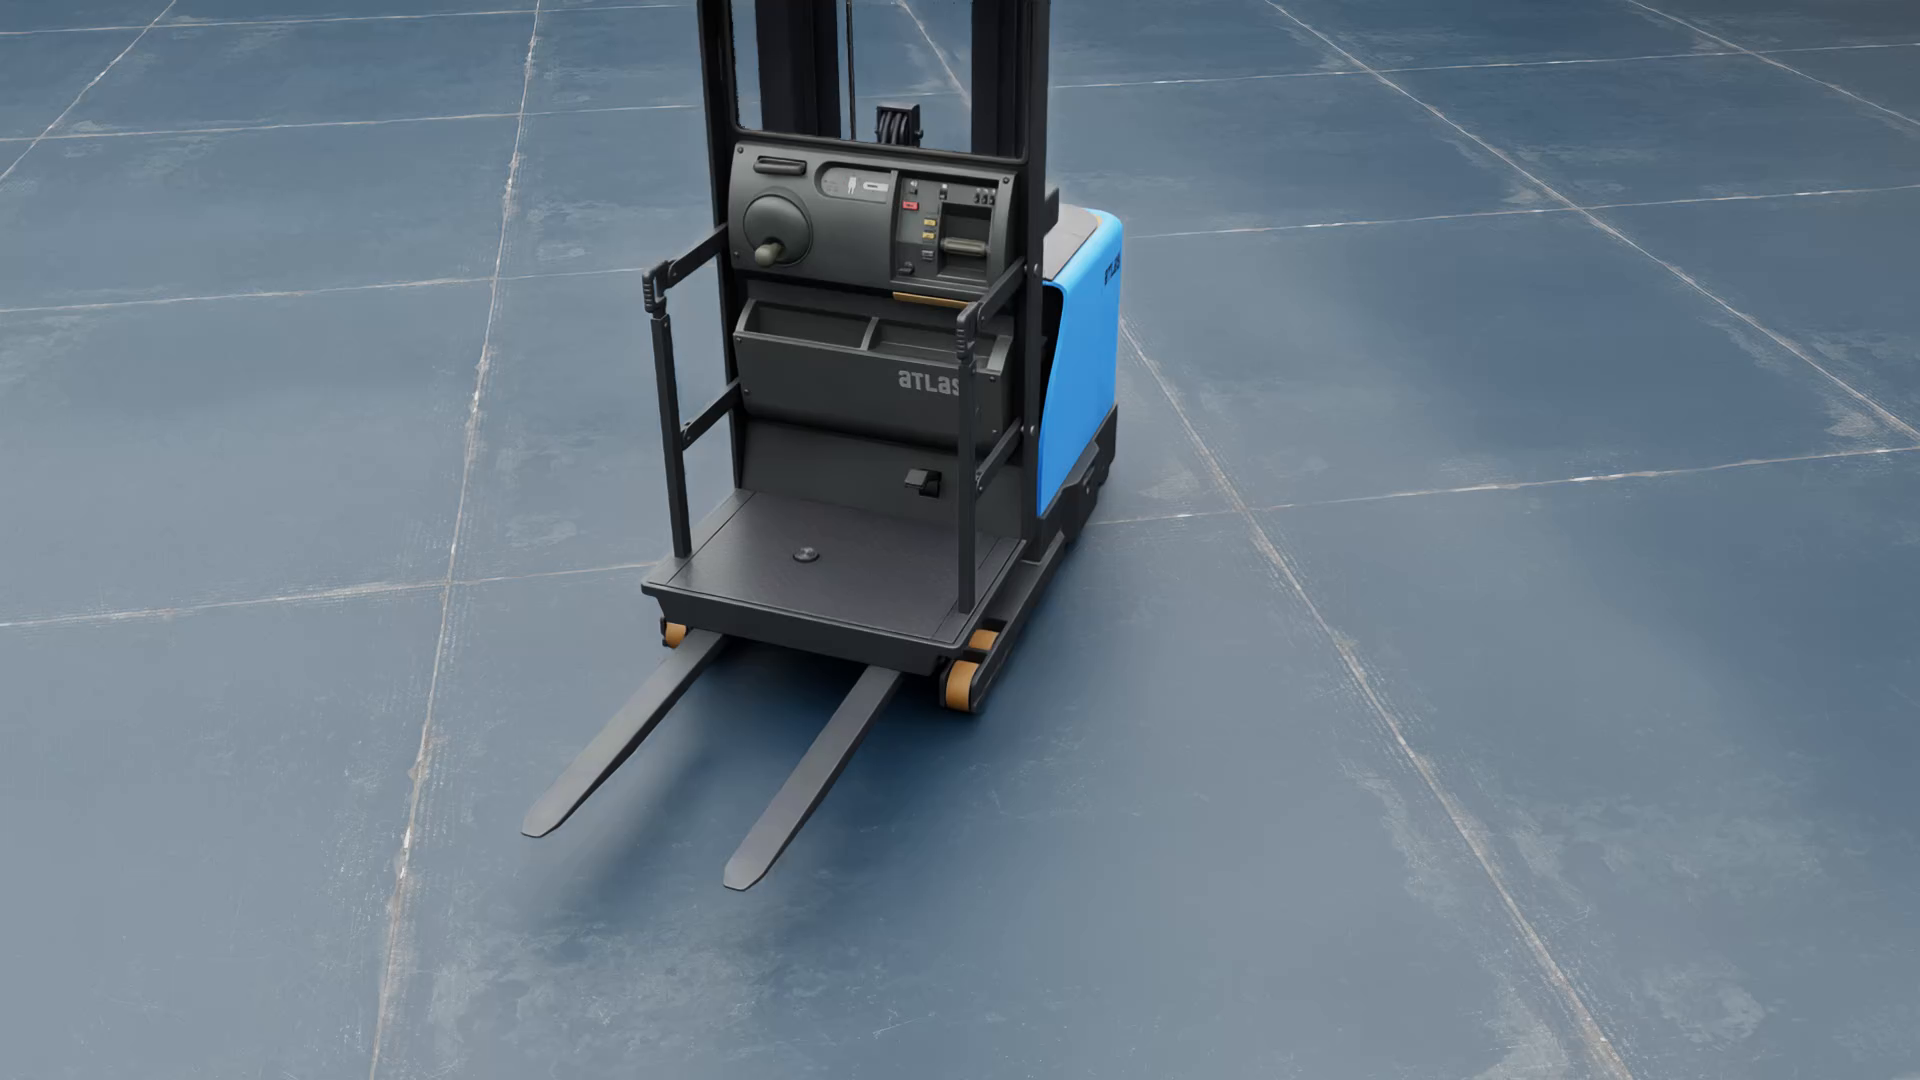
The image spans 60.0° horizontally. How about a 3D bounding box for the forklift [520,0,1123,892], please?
[{"bbox_3d":[-0.355,-0.948,4.971,1.130,2.935,3.031,10,32,17],"label":"forklift"}]
